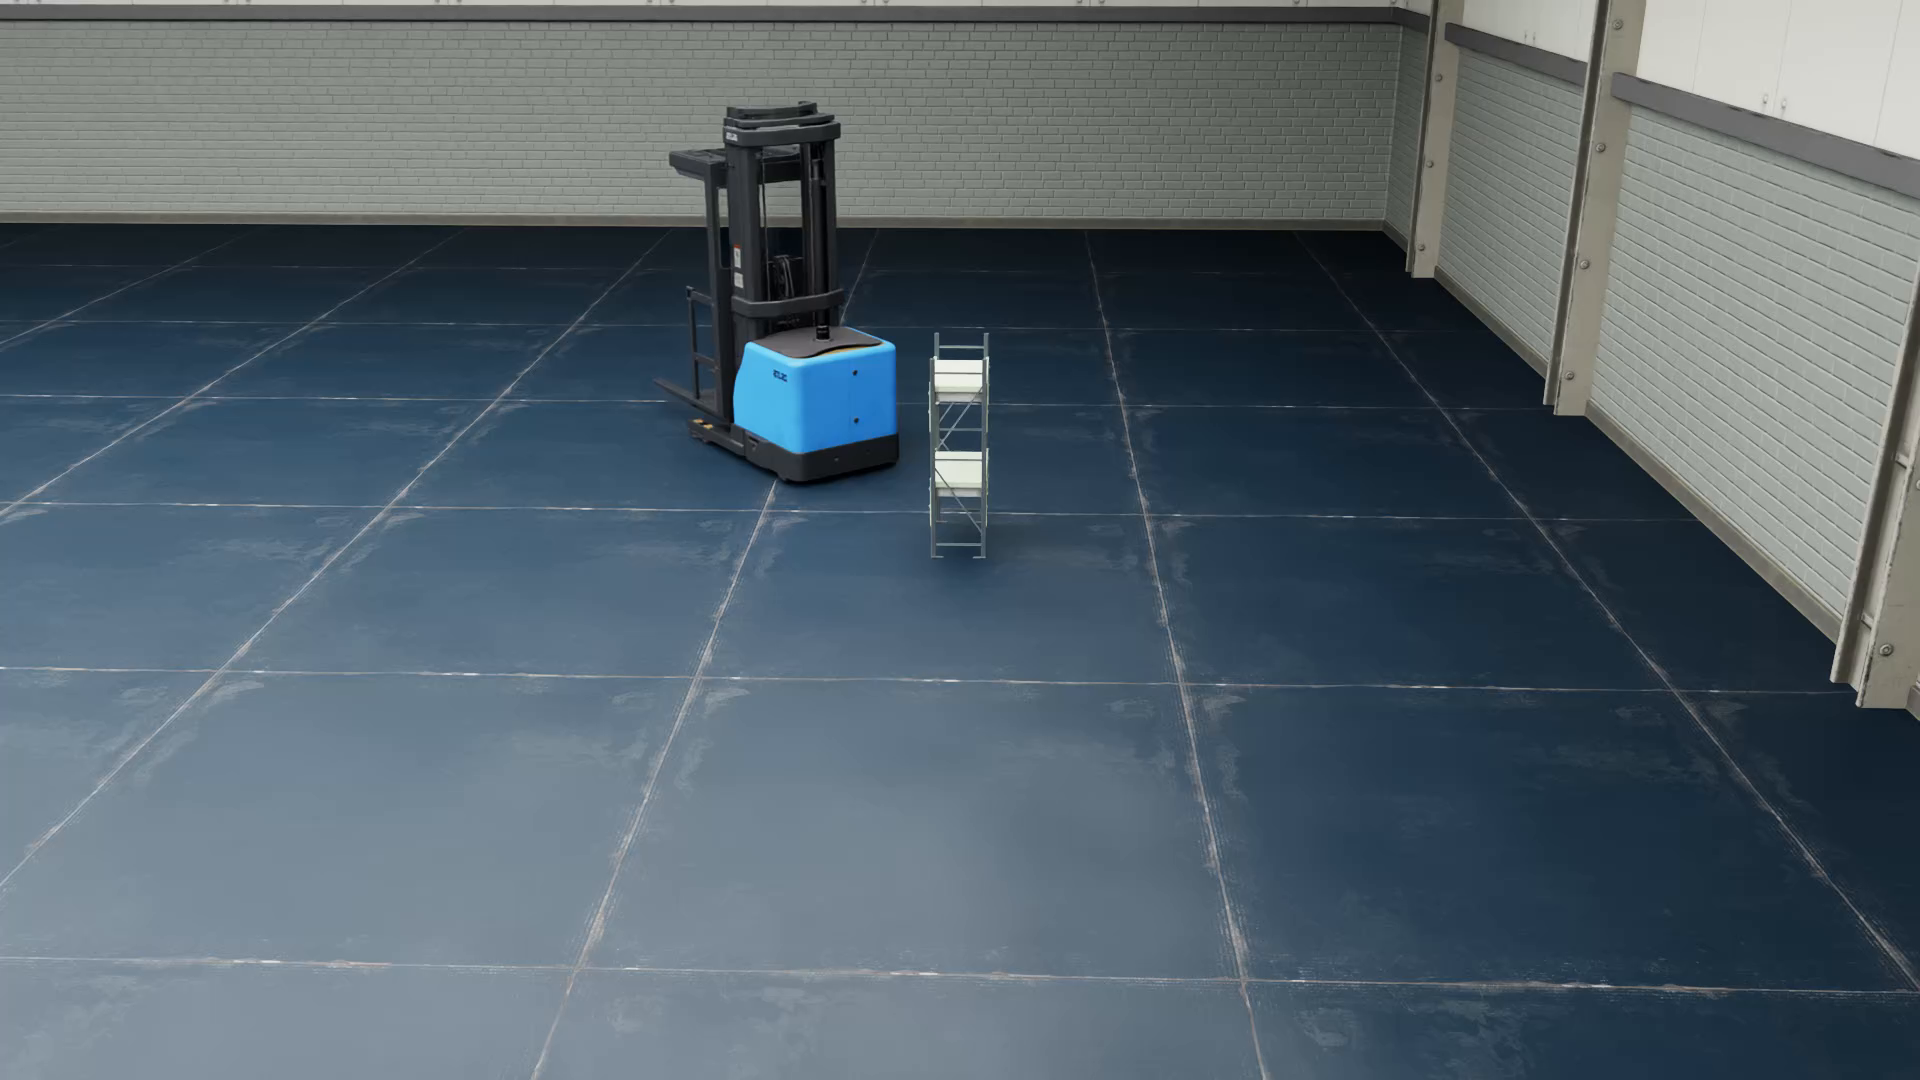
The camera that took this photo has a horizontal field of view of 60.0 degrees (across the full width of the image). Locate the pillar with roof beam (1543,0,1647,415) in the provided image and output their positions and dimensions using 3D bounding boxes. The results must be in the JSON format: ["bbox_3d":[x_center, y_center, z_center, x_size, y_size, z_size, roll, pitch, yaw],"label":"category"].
[{"bbox_3d":[1.419,-5.479,14.210,9.100,9.000,0.400,1,21,2],"label":"pillar with roof beam"}]

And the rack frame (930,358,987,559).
[{"bbox_3d":[-0.011,-0.569,11.923,0.400,1.500,0.023,1,21,2],"label":"rack frame"}]

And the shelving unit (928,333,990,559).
[{"bbox_3d":[0.000,-0.702,12.264,0.431,1.500,0.755,1,21,2],"label":"shelving unit"}]

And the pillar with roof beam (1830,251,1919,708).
[{"bbox_3d":[1.236,-3.310,8.619,9.100,9.000,0.400,1,21,2],"label":"pillar with roof beam"}]

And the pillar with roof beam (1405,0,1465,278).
[{"bbox_3d":[1.601,-7.648,19.801,9.100,9.000,0.400,1,21,2],"label":"pillar with roof beam"}]

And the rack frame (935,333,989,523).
[{"bbox_3d":[0.011,-0.834,12.605,0.400,1.500,0.023,1,21,2],"label":"rack frame"}]

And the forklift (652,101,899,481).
[{"bbox_3d":[-1.782,-2.316,14.445,1.130,2.935,3.031,-15,26,-33],"label":"forklift"}]

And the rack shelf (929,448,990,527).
[{"bbox_3d":[0.000,-0.398,12.382,0.431,0.370,0.720,1,21,2],"label":"rack shelf"}]

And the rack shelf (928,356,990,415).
[{"bbox_3d":[0.000,-1.065,12.123,0.431,0.370,0.720,1,21,2],"label":"rack shelf"}]
